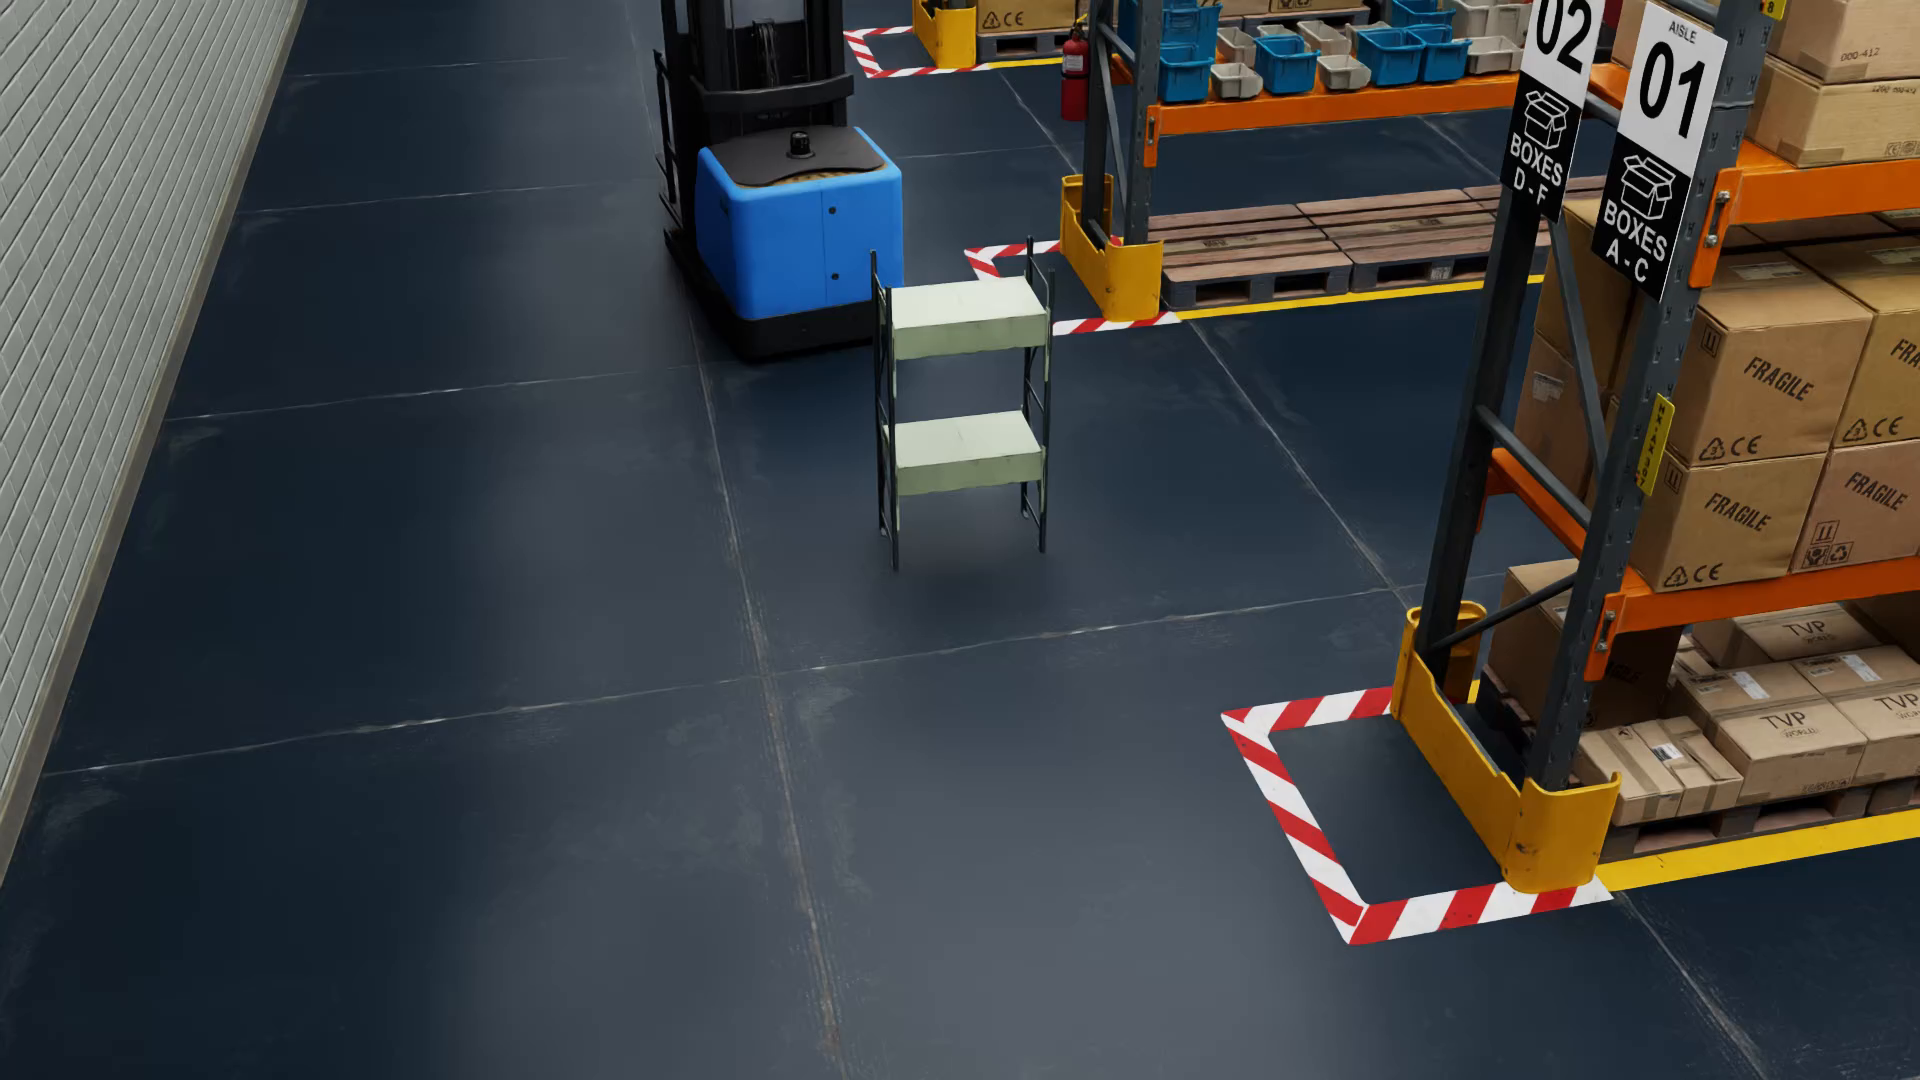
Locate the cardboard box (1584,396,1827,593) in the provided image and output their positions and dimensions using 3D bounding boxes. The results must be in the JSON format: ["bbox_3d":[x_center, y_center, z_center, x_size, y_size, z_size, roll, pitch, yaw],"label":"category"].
[{"bbox_3d":[2.550,-0.187,5.747,0.500,0.500,0.500,-6,34,-10],"label":"cardboard box"}]

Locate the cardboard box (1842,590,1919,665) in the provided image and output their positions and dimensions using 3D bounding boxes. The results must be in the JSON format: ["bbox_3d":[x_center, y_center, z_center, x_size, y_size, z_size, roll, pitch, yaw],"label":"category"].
[{"bbox_3d":[4.129,0.362,6.864,0.637,0.503,0.797,-7,35,-11],"label":"cardboard box"}]

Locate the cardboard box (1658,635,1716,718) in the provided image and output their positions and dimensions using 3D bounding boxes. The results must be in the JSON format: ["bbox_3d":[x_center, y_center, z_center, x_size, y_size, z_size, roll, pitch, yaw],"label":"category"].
[{"bbox_3d":[2.950,0.558,6.874,0.250,0.166,0.380,-7,35,-11],"label":"cardboard box"}]

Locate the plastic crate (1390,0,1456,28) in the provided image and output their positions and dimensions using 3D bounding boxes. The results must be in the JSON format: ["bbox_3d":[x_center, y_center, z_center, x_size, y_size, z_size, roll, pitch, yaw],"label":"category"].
[{"bbox_3d":[2.917,-3.274,10.533,0.300,0.233,0.416,-7,35,-11],"label":"plastic crate"}]

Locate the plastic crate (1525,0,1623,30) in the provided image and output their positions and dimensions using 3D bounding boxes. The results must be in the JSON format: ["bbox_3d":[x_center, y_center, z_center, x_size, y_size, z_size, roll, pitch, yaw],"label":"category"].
[{"bbox_3d":[3.946,-3.496,10.657,0.583,0.464,0.402,-7,35,-11],"label":"plastic crate"}]

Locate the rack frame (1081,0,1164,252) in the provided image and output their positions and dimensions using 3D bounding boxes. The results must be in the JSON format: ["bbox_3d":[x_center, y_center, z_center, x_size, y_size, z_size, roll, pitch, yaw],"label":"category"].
[{"bbox_3d":[0.970,-2.927,9.919,0.127,3.000,1.000,-7,35,-11],"label":"rack frame"}]

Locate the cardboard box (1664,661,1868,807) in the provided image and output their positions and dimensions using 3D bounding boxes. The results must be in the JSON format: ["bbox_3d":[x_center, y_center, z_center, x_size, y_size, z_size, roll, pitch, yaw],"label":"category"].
[{"bbox_3d":[3.140,0.751,6.512,0.500,0.250,0.500,-7,35,-11],"label":"cardboard box"}]

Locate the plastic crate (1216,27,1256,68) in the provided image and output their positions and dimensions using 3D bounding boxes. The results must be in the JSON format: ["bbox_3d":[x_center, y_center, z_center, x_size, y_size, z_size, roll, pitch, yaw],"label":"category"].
[{"bbox_3d":[1.726,-3.041,10.272,0.243,0.136,0.396,-7,35,-11],"label":"plastic crate"}]

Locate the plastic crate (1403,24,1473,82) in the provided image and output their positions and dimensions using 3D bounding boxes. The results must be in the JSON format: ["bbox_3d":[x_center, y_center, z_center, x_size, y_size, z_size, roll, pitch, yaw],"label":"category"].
[{"bbox_3d":[2.861,-2.932,10.024,0.300,0.233,0.416,-7,35,-11],"label":"plastic crate"}]

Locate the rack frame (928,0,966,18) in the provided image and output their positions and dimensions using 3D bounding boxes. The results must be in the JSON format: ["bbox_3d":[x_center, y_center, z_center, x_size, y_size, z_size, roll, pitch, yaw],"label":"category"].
[{"bbox_3d":[-0.122,-5.618,13.931,0.127,3.000,1.000,-7,35,-11],"label":"rack frame"}]

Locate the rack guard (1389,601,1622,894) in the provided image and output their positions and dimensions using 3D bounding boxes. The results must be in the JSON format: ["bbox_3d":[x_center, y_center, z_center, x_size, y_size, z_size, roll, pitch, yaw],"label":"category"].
[{"bbox_3d":[2.133,0.795,6.617,0.348,0.500,1.175,-7,35,-11],"label":"rack guard"}]

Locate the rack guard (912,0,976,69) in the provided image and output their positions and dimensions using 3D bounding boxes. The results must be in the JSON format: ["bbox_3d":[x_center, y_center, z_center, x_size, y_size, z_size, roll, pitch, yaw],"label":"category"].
[{"bbox_3d":[-0.146,-4.578,14.623,0.348,0.500,1.175,-7,35,-11],"label":"rack guard"}]

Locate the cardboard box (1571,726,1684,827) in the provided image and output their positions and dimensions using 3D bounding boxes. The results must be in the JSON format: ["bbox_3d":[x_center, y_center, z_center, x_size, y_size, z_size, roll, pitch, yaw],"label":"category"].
[{"bbox_3d":[2.544,0.902,6.377,0.250,0.149,0.380,-7,35,-11],"label":"cardboard box"}]

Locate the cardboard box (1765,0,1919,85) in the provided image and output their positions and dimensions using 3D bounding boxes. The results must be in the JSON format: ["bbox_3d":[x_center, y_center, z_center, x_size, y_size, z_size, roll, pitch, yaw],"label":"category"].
[{"bbox_3d":[2.618,-1.546,4.857,0.500,0.250,0.500,-7,35,-11],"label":"cardboard box"}]

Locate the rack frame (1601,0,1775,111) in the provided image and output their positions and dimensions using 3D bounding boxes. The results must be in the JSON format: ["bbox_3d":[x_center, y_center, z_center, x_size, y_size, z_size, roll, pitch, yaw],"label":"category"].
[{"bbox_3d":[2.059,-2.725,4.235,0.127,3.000,1.000,-7,35,-11],"label":"rack frame"}]

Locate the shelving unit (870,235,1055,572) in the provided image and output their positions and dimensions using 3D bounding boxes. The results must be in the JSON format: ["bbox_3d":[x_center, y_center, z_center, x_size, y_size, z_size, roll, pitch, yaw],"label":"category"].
[{"bbox_3d":[0.007,-0.624,7.833,0.755,1.500,0.431,-7,35,-11],"label":"shelving unit"}]

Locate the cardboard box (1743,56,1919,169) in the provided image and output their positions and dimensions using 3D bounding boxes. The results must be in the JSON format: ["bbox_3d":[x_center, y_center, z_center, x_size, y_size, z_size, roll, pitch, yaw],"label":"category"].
[{"bbox_3d":[2.617,-1.342,5.001,0.500,0.250,0.500,-7,35,-11],"label":"cardboard box"}]

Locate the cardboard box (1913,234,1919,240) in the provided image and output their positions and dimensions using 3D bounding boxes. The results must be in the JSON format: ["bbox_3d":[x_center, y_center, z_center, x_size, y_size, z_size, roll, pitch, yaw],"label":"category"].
[{"bbox_3d":[3.548,-0.729,5.658,0.500,0.500,0.500,-7,34,-10],"label":"cardboard box"}]

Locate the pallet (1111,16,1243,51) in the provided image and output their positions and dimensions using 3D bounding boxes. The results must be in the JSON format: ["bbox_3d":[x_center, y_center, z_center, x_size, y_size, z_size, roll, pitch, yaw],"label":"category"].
[{"bbox_3d":[1.828,-4.749,15.138,1.213,0.211,1.003,-7,35,-11],"label":"pallet"}]

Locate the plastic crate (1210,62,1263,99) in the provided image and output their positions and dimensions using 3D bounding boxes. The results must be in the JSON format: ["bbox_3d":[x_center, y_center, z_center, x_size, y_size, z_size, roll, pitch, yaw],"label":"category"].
[{"bbox_3d":[1.615,-2.688,9.746,0.298,0.136,0.250,-7,35,-11],"label":"plastic crate"}]

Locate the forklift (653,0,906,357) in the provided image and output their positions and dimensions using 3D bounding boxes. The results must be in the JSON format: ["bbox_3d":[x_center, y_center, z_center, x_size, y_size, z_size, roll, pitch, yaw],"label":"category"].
[{"bbox_3d":[-1.326,-3.100,10.240,1.130,2.935,3.031,-12,36,-18],"label":"forklift"}]

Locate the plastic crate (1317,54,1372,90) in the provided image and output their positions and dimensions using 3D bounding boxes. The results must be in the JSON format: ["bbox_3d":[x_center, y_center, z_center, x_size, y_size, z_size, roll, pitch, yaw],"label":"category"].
[{"bbox_3d":[2.276,-2.771,9.870,0.298,0.136,0.250,-7,35,-11],"label":"plastic crate"}]

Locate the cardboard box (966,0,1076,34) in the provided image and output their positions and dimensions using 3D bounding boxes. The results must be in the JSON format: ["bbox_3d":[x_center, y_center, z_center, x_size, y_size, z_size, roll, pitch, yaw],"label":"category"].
[{"bbox_3d":[0.484,-5.033,14.588,0.875,0.875,0.875,-7,35,-11],"label":"cardboard box"}]

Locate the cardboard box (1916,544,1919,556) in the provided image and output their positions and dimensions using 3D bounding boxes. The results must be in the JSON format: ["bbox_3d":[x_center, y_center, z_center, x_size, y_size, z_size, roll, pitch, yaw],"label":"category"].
[{"bbox_3d":[3.543,-0.313,5.935,0.500,0.500,0.500,-7,35,-11],"label":"cardboard box"}]

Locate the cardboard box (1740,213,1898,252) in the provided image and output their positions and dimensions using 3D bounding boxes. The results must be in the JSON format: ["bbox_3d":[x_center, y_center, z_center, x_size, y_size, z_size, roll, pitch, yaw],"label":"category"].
[{"bbox_3d":[2.925,-0.957,5.998,0.500,0.500,0.500,-6,34,-9],"label":"cardboard box"}]

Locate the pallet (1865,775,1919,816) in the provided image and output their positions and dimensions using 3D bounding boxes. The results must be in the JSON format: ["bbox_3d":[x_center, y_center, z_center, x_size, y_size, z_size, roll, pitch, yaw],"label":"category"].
[{"bbox_3d":[4.098,0.668,7.065,1.213,0.211,1.003,-7,35,-11],"label":"pallet"}]

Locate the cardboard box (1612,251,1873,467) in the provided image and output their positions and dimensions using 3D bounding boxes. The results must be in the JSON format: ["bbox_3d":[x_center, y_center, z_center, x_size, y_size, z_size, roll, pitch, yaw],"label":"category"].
[{"bbox_3d":[2.550,-0.602,5.468,0.500,0.500,0.500,-6,34,-9],"label":"cardboard box"}]

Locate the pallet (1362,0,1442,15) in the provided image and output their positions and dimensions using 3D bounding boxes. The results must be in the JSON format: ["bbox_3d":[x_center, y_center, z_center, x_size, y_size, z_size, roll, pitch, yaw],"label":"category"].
[{"bbox_3d":[4.515,-5.088,15.643,1.213,0.211,1.003,-7,35,-11],"label":"pallet"}]

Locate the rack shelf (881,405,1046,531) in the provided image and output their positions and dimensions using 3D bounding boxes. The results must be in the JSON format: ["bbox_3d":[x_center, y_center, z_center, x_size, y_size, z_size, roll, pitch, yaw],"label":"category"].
[{"bbox_3d":[0.007,-0.353,8.015,0.720,0.370,0.431,-7,35,-11],"label":"rack shelf"}]

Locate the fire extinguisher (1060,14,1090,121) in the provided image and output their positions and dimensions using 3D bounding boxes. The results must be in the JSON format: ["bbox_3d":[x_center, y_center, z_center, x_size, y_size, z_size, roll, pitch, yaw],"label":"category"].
[{"bbox_3d":[0.723,-2.968,10.385,0.183,0.674,0.296,-7,35,-11],"label":"fire extinguisher"}]

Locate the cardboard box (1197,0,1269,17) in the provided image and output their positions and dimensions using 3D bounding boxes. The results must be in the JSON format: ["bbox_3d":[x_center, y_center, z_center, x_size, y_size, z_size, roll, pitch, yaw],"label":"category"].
[{"bbox_3d":[2.240,-5.254,14.917,0.875,0.875,0.875,-7,35,-11],"label":"cardboard box"}]

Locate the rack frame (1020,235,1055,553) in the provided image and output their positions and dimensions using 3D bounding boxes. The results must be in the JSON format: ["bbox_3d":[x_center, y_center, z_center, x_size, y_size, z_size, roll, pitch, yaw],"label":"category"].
[{"bbox_3d":[0.364,-0.669,7.900,0.023,1.500,0.400,-7,35,-11],"label":"rack frame"}]

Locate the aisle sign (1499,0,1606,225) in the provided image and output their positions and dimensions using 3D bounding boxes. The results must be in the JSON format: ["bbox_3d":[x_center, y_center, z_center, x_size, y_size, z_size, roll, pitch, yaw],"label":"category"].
[{"bbox_3d":[1.925,-1.472,5.418,0.004,0.787,0.394,-7,35,-11],"label":"aisle sign"}]

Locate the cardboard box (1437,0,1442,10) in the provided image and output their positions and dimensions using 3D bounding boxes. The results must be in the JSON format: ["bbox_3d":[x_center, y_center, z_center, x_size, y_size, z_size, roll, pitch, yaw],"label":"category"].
[{"bbox_3d":[4.399,-5.492,15.272,0.875,0.875,1.225,-7,35,-10],"label":"cardboard box"}]

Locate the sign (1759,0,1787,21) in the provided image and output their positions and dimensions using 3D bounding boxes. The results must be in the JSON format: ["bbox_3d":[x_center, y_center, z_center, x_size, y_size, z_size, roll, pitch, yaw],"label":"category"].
[{"bbox_3d":[2.179,-1.548,4.388,0.005,0.325,0.100,-7,35,-11],"label":"sign"}]

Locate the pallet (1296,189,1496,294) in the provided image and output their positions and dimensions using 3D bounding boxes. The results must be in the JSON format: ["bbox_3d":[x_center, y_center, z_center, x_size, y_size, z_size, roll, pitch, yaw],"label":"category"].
[{"bbox_3d":[2.971,-1.997,11.036,1.213,0.211,1.003,-7,35,-11],"label":"pallet"}]

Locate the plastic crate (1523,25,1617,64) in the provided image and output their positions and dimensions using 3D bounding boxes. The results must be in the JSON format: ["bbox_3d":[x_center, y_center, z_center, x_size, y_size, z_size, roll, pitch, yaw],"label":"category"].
[{"bbox_3d":[3.839,-3.045,10.289,0.590,0.125,0.437,-7,35,-11],"label":"plastic crate"}]

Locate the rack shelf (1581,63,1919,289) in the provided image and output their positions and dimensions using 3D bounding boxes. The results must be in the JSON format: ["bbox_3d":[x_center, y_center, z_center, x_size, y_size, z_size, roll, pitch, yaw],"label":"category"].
[{"bbox_3d":[4.010,-1.427,5.638,4.000,0.370,1.077,-7,35,-11],"label":"rack shelf"}]

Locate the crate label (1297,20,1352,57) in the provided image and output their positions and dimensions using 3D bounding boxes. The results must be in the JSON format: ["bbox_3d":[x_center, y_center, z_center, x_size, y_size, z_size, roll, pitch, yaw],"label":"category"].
[{"bbox_3d":[2.278,-3.116,10.384,0.243,0.136,0.396,-7,35,-11],"label":"crate label"}]
